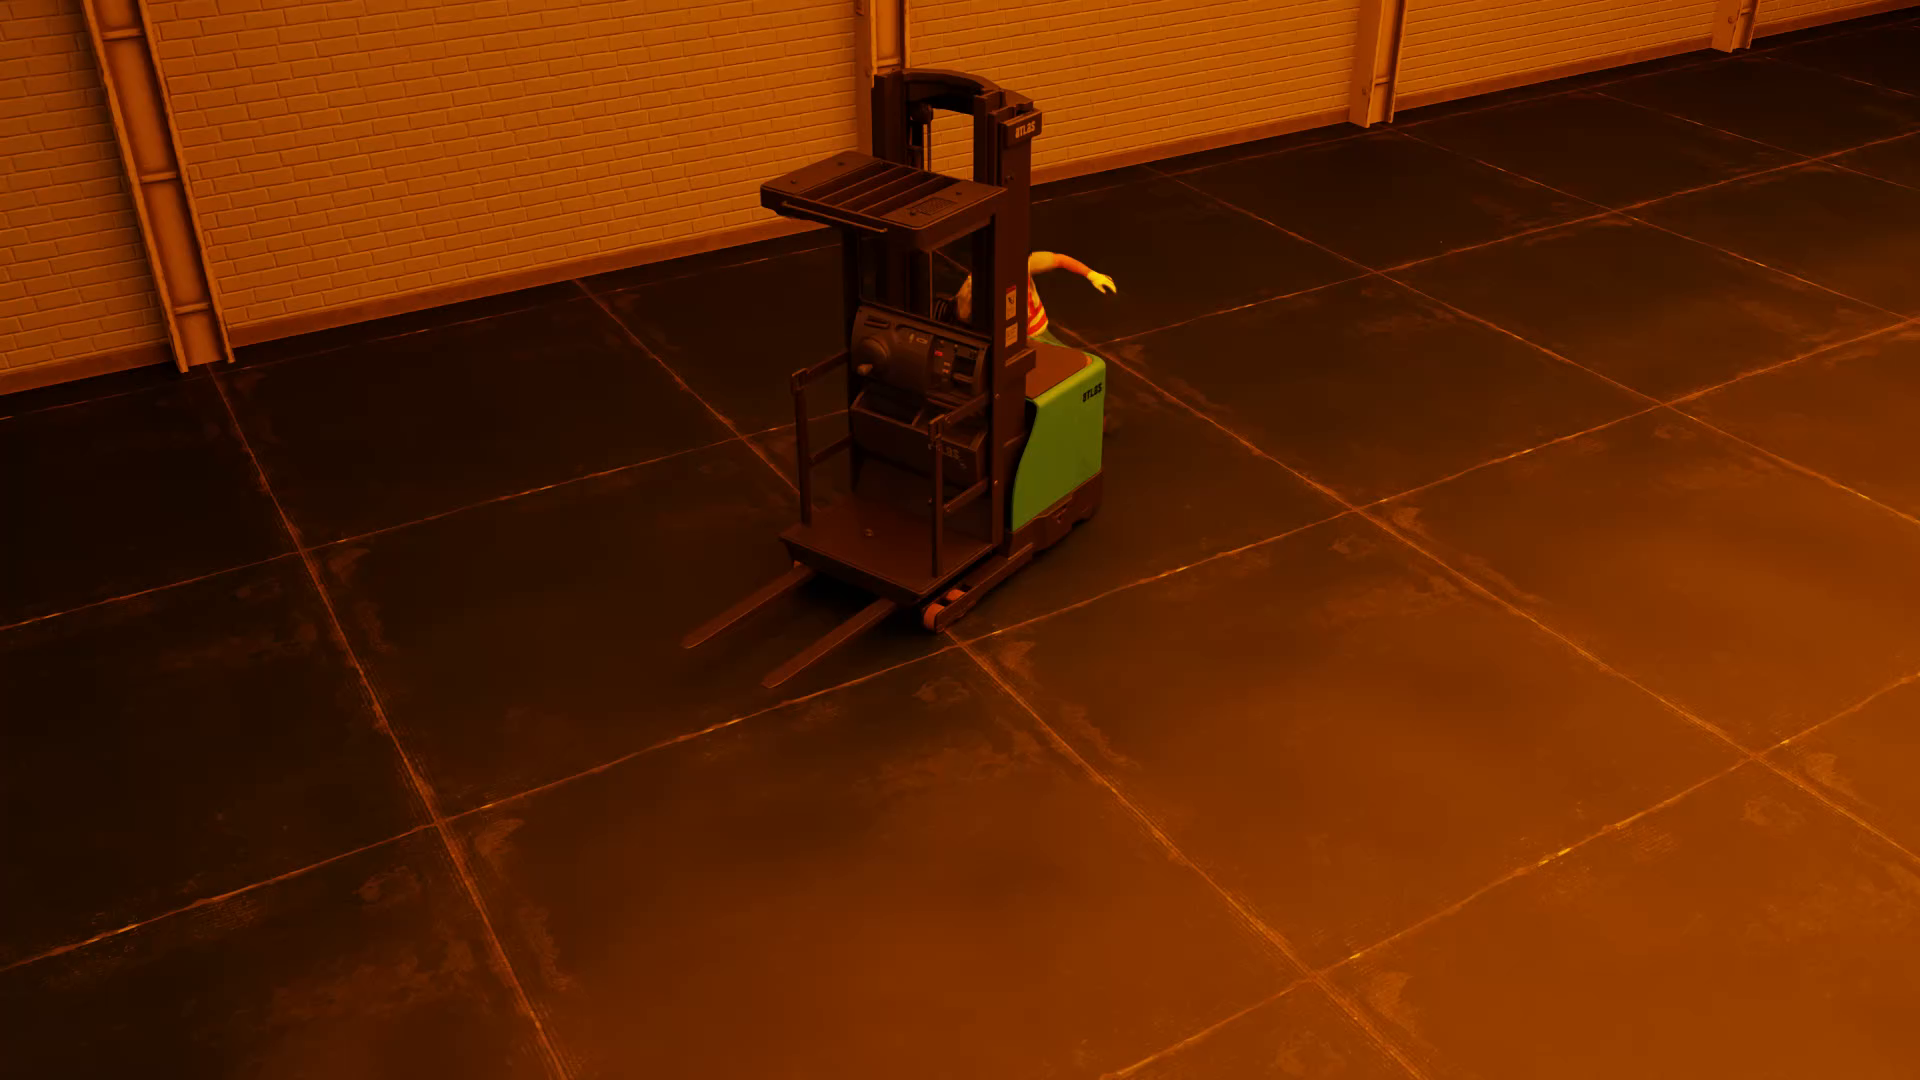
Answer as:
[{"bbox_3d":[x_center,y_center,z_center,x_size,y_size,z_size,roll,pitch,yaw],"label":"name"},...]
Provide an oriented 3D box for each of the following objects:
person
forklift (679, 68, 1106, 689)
[{"bbox_3d":[0.420,-1.361,11.367,1.260,1.476,0.733,3,31,6],"label":"person"},{"bbox_3d":[-0.365,-1.007,9.329,1.130,2.935,3.031,21,37,31],"label":"forklift"}]
